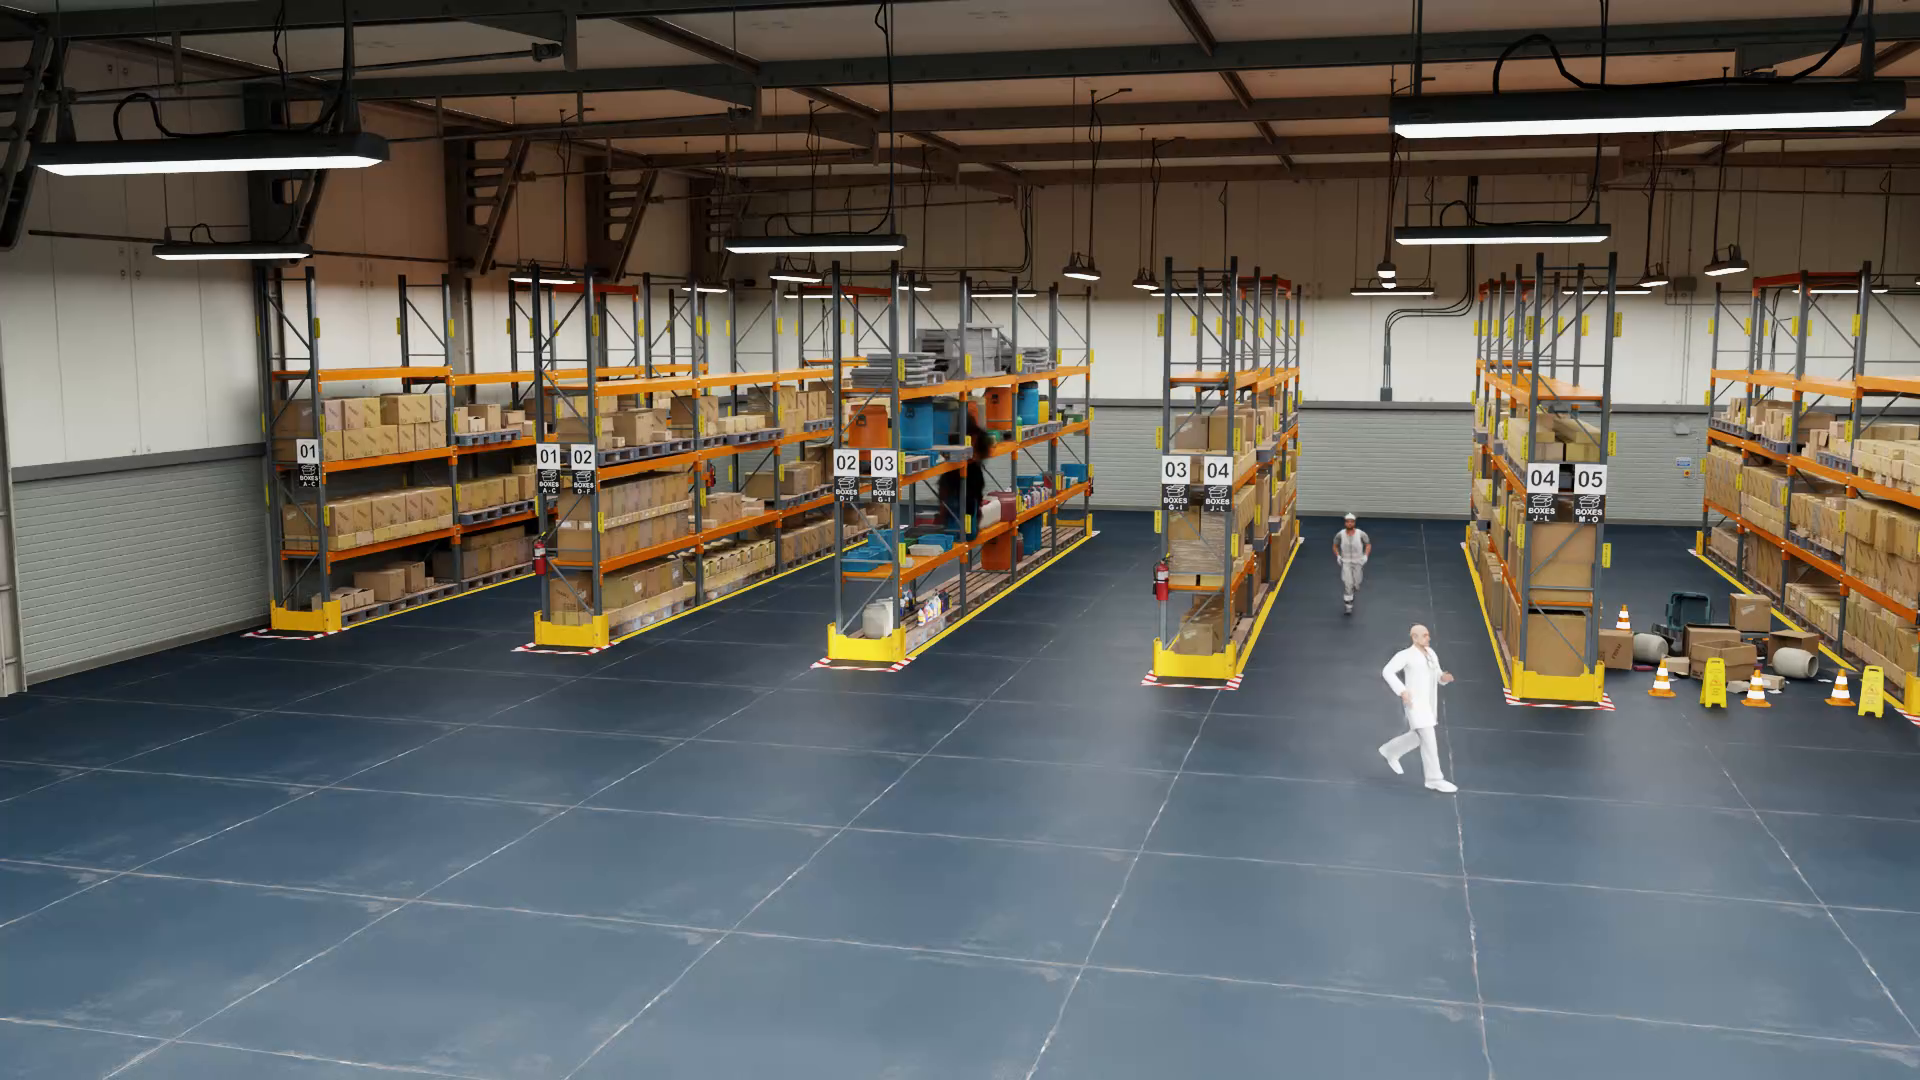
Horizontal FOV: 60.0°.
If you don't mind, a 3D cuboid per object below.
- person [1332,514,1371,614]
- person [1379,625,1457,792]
[{"bbox_3d":[6.914,0.411,29.406,0.659,1.759,0.675,2,7,13],"label":"person"},{"bbox_3d":[5.017,1.801,18.190,0.708,1.753,1.061,-6,10,-42],"label":"person"}]
